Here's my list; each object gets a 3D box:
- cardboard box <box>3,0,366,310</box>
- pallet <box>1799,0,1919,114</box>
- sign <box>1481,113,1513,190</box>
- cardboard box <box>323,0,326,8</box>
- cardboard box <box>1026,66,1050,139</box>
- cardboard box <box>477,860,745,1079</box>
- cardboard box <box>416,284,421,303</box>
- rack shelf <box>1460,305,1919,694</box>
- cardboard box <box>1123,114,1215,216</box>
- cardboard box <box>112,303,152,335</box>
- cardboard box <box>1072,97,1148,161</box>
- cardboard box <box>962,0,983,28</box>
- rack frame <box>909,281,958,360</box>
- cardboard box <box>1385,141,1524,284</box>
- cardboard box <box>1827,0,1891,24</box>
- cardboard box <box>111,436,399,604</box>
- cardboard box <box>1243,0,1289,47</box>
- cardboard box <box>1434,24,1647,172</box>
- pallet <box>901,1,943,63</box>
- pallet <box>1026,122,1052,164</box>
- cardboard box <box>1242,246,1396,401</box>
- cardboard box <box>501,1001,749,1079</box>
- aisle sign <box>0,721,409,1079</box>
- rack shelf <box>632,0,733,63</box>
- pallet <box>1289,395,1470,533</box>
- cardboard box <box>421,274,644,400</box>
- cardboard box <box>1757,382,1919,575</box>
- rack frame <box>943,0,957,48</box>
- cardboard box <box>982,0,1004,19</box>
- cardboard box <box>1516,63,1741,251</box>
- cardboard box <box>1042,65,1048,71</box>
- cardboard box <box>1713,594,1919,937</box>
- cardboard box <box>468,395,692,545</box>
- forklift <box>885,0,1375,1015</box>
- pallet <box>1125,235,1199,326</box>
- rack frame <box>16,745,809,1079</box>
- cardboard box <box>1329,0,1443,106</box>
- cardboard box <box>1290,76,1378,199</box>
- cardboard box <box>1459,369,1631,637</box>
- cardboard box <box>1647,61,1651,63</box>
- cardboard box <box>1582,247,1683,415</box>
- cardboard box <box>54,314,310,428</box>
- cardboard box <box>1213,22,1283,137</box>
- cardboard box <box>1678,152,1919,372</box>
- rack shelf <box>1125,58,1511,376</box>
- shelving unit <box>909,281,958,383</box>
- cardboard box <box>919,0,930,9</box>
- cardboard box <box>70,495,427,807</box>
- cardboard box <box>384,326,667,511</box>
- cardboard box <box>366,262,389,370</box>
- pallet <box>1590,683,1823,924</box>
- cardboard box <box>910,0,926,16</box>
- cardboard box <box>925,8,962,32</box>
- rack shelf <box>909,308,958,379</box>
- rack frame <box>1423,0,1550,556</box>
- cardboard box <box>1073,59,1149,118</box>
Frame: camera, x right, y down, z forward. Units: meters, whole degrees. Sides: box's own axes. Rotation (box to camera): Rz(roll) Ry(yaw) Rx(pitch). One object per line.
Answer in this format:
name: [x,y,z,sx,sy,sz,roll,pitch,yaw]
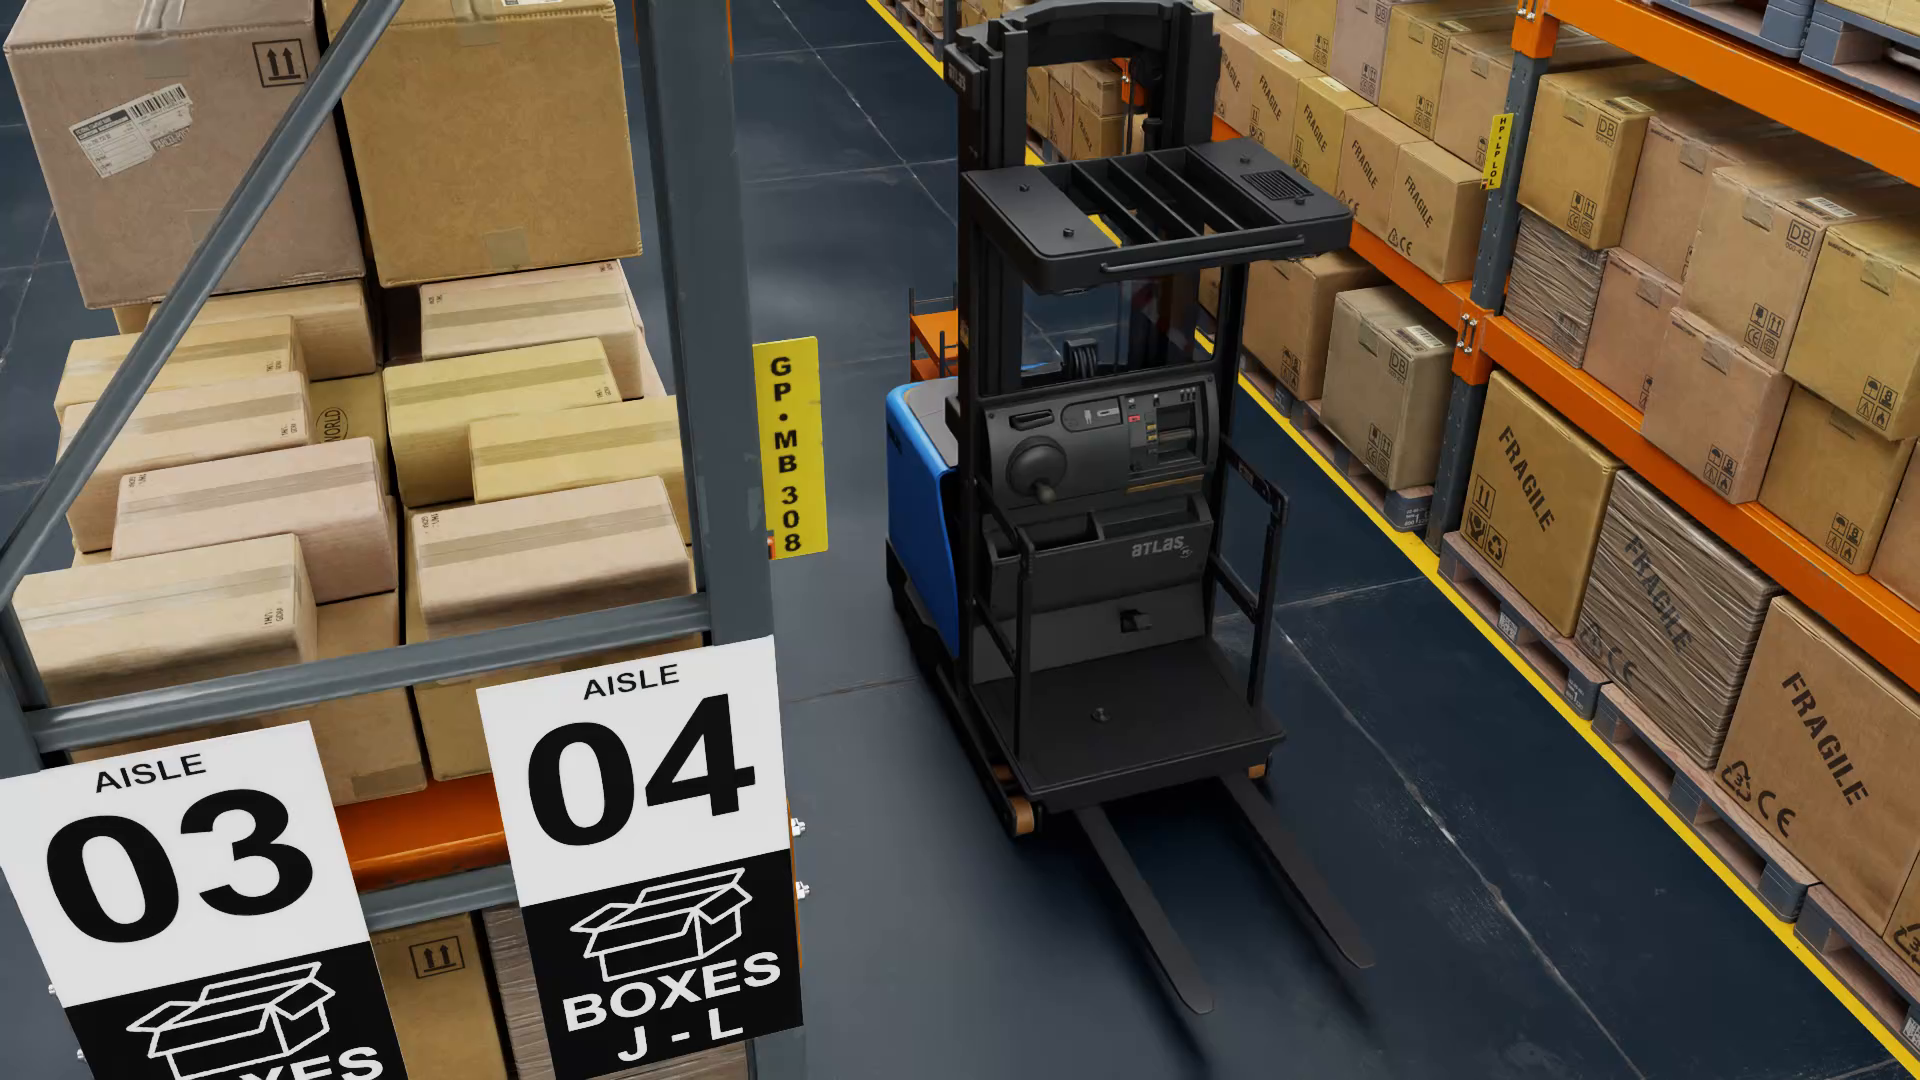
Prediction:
cardboard box: [-1.460,-0.804,3.211,0.500,0.500,0.500,-10,35,-15]
pallet: [3.396,-1.432,5.055,1.003,0.211,1.213,-10,35,-15]
sign: [2.274,-1.642,7.035,0.100,0.325,0.005,-10,35,-15]
cardboard box: [-2.015,-1.511,4.870,0.380,0.149,0.250,-12,35,-17]
cardboard box: [0.787,-3.370,12.516,0.500,0.500,0.500,-12,35,-17]
cardboard box: [-0.654,0.676,3.239,0.500,0.500,0.500,-10,35,-15]
cardboard box: [-0.974,-0.634,3.542,0.380,0.149,0.250,-12,35,-17]
rack shelf: [3.398,0.062,6.087,1.077,0.370,4.000,-10,35,-15]
cardboard box: [1.668,-2.290,10.654,1.050,0.750,0.750,-10,35,-15]
cardboard box: [-1.518,-0.540,3.399,0.380,0.149,0.250,-12,35,-17]
cardboard box: [1.118,-2.822,11.686,0.500,0.500,0.500,-10,35,-15]
cardboard box: [0.321,-4.188,13.753,0.500,0.500,0.500,-9,34,-13]
rack frame: [-0.125,-0.716,8.245,0.240,1.200,0.015,-10,35,-15]
cardboard box: [2.374,-1.559,7.797,0.500,0.500,0.500,-10,35,-15]
cardboard box: [2.966,-1.735,5.190,0.380,0.149,0.250,-10,35,-15]
cardboard box: [-1.096,-0.012,2.600,0.380,0.149,0.250,-11,35,-16]
cardboard box: [2.010,-3.075,9.185,0.700,0.500,0.500,-11,35,-15]
cardboard box: [2.631,-2.006,7.568,0.700,0.500,0.500,-11,35,-16]
pallet: [0.109,-4.671,15.128,1.003,0.211,1.213,-10,35,-15]
pallet: [0.963,-3.275,13.014,1.003,0.211,1.213,-10,35,-15]
cardboard box: [2.222,-1.342,9.220,1.050,0.750,0.750,-10,35,-15]
cardboard box: [-0.888,1.134,3.453,0.875,0.500,0.500,-10,35,-15]
aisle sign: [-1.013,0.592,2.276,0.394,0.787,0.004,-10,35,-15]
rack shelf: [-1.356,-1.658,3.253,1.077,0.370,4.000,-10,35,-15]
pallet: [2.481,-0.517,8.841,1.003,0.211,1.213,-10,35,-15]
cardboard box: [-0.807,-0.365,3.135,0.380,0.149,0.250,-9,34,-13]
cardboard box: [3.411,-0.309,5.861,0.875,0.550,0.500,-10,35,-15]
rack frame: [0.348,-5.488,13.835,1.000,3.000,0.127,-10,35,-15]
cardboard box: [0.486,-4.222,13.124,0.500,0.250,0.500,-9,35,-13]
cardboard box: [2.868,-1.602,6.837,0.875,0.550,0.550,-10,35,-15]
cardboard box: [0.805,-3.681,12.306,0.500,0.250,0.500,-9,35,-14]
cardboard box: [3.468,0.717,5.991,0.875,0.875,0.875,-11,35,-15]
cardboard box: [-0.597,-0.098,2.731,0.380,0.149,0.250,-9,35,-14]
forklift: [0.612,-0.322,6.078,1.130,2.935,3.031,-11,35,-16]
pallet: [1.737,-1.798,10.780,1.003,0.211,1.213,-10,35,-15]
rack frame: [-0.746,1.593,3.118,1.000,3.000,0.127,-10,35,-15]
cardboard box: [2.318,-2.542,8.378,0.700,0.500,0.500,-10,35,-14]
cardboard box: [2.066,-2.089,8.600,0.500,0.500,0.500,-10,35,-14]
cardboard box: [2.913,-0.235,7.431,0.875,0.875,0.875,-9,35,-14]
cardboard box: [5.852,-4.408,13.746,0.875,0.875,0.875,-10,35,-14]
cardboard box: [3.101,-0.874,6.716,0.875,0.550,0.550,-10,35,-15]
cardboard box: [-1.383,-0.265,2.983,0.380,0.149,0.250,-10,35,-14]
cardboard box: [1.759,-2.617,9.399,0.500,0.500,0.500,-10,35,-15]
cardboard box: [3.180,-1.026,5.966,0.875,0.550,0.550,-10,35,-15]
rack shelf: [2.178,-2.038,9.266,1.077,0.370,4.000,-10,35,-15]
shelving unit: [-0.051,-0.587,8.051,0.258,1.200,0.503,-10,35,-15]
cardboard box: [-0.145,-4.850,14.804,0.380,0.149,0.250,-12,35,-17]
cardboard box: [-1.135,0.194,2.651,0.500,0.250,0.500,-9,35,-14]
cardboard box: [-0.810,-0.162,3.189,0.500,0.250,0.500,-11,35,-16]
cardboard box: [-1.439,-0.338,3.456,0.500,0.250,0.500,-9,35,-14]
pallet: [3.321,0.930,6.652,1.003,0.211,1.213,-10,35,-15]
cardboard box: [-0.238,-4.901,15.151,0.380,0.149,0.250,-11,35,-16]
cardboard box: [-0.096,-4.623,14.730,0.380,0.149,0.250,-10,35,-14]
rack shelf: [-0.051,-0.915,7.834,0.258,0.148,0.480,-10,35,-15]
rack frame: [2.788,-1.288,7.478,1.000,3.000,0.127,-10,35,-15]
cardboard box: [1.110,-3.148,11.500,0.500,0.250,0.500,-11,35,-16]
